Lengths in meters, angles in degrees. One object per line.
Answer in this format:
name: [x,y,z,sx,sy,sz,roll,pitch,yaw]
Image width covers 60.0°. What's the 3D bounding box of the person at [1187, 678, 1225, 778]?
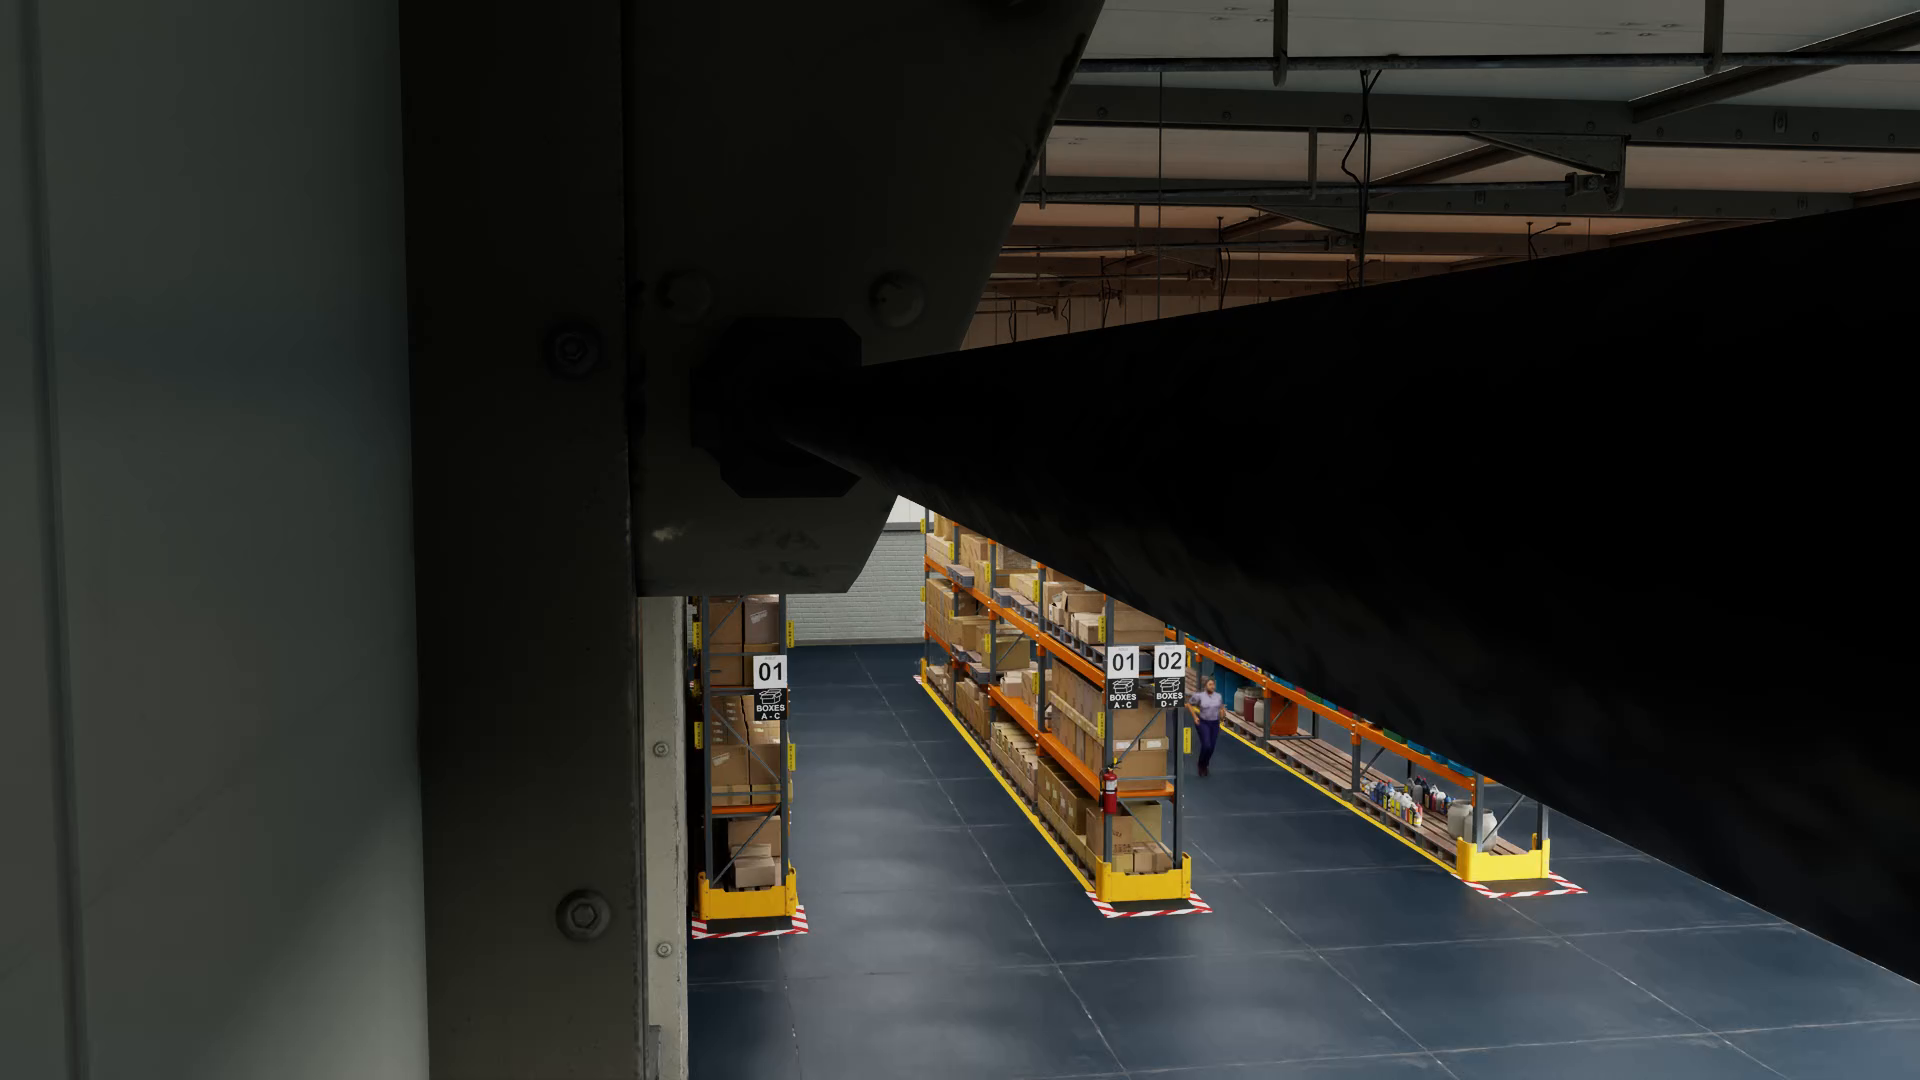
person: [4.107,3.109,27.488,0.579,1.668,0.693,-2,5,-17]
